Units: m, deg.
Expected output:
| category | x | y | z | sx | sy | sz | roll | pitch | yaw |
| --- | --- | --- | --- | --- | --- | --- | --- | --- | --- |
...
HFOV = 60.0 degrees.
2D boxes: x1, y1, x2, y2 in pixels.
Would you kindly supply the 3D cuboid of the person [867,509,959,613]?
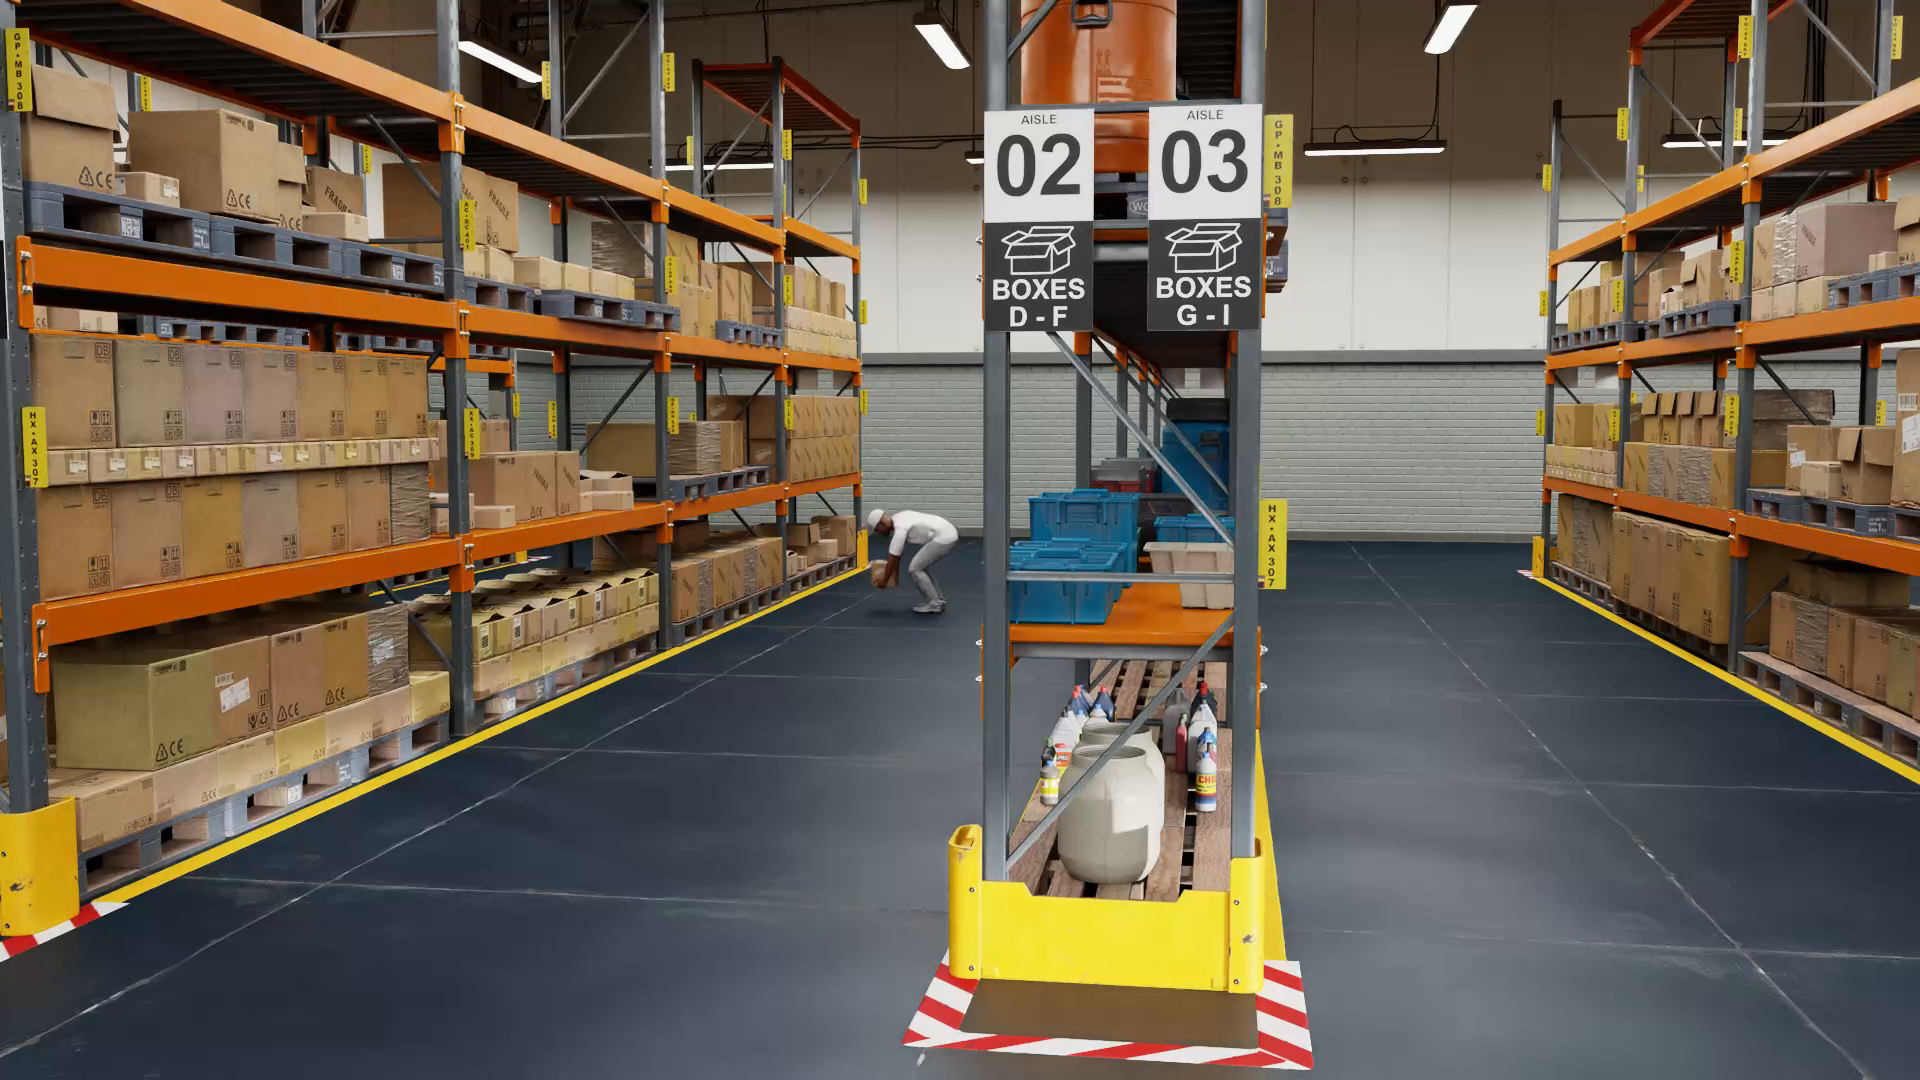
| category | x | y | z | sx | sy | sz | roll | pitch | yaw |
| --- | --- | --- | --- | --- | --- | --- | --- | --- | --- |
| person | -0.505 | 0.216 | 17.614 | 0.957 | 1.083 | 0.515 | 0 | 4 | 6 |
